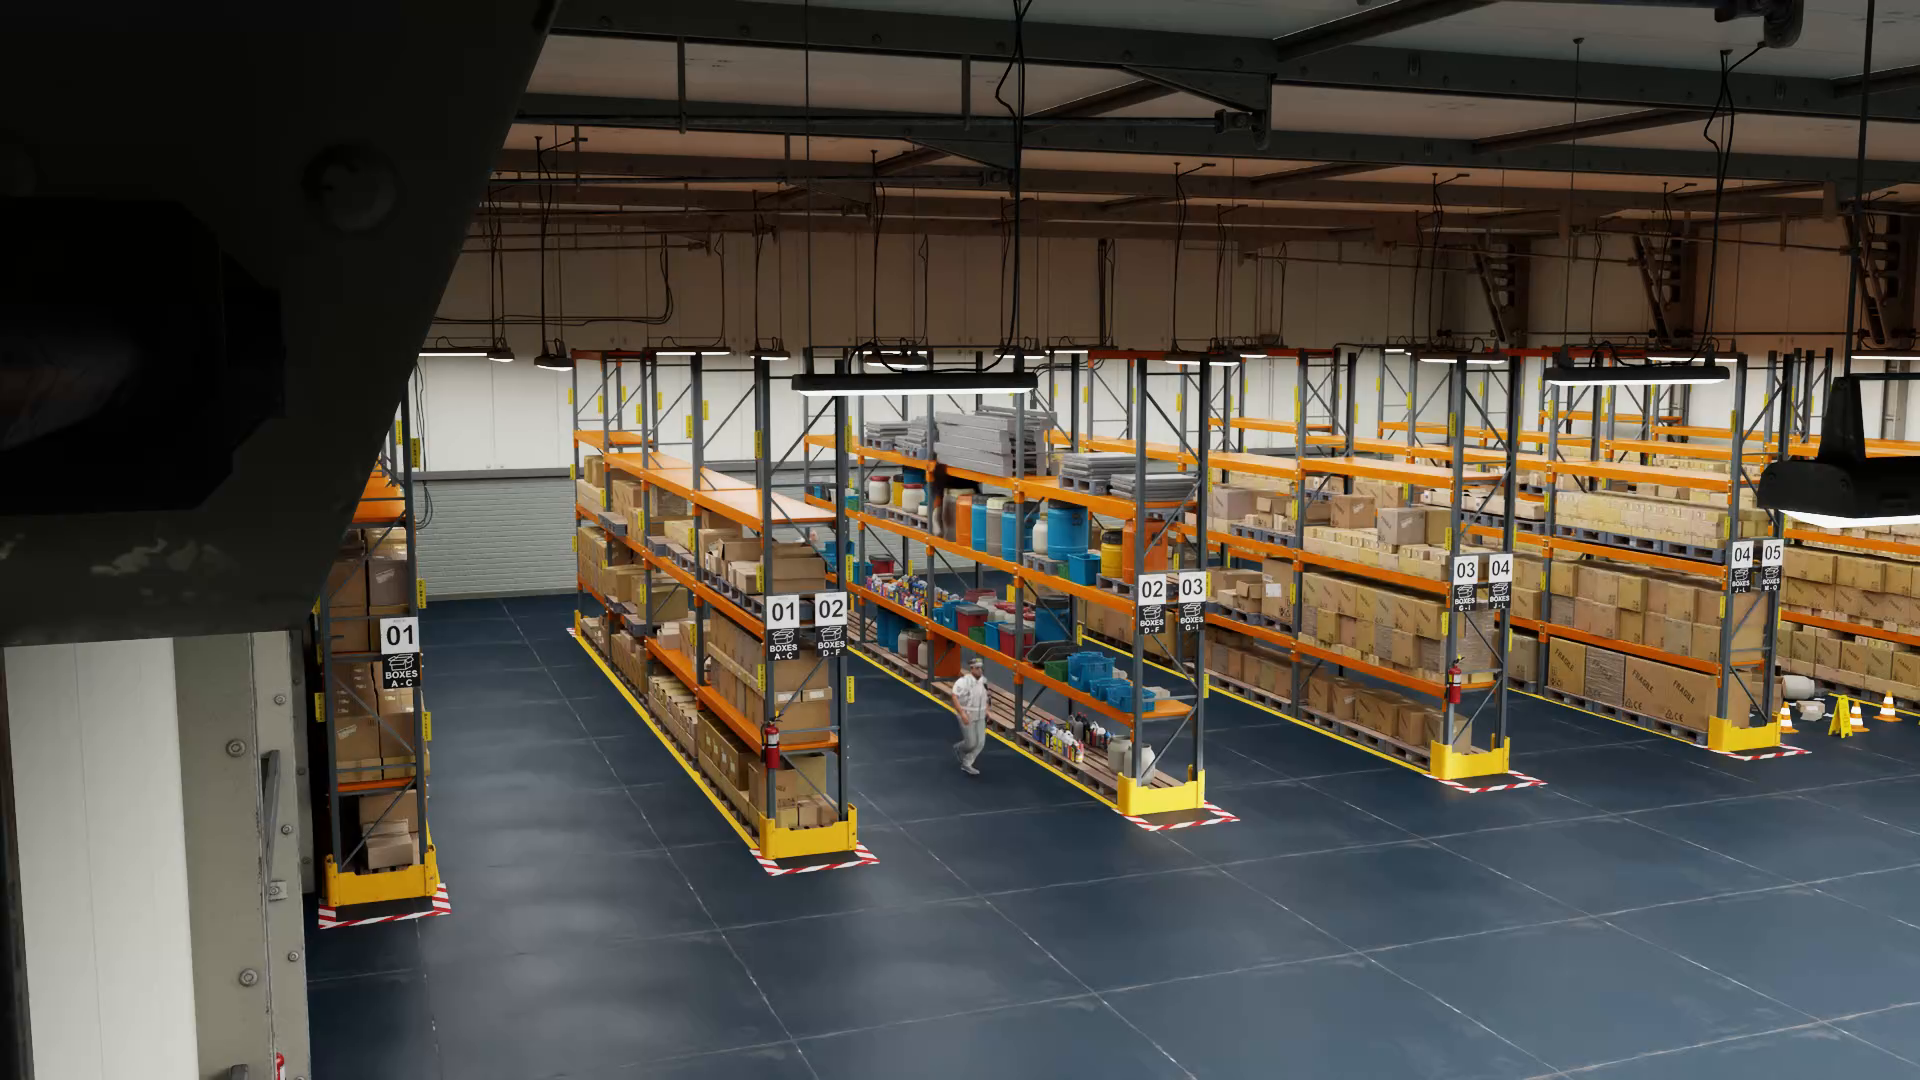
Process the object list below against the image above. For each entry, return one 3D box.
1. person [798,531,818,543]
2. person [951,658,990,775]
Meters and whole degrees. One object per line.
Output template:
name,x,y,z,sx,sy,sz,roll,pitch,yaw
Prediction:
person,-3.817,0.648,39.224,1.067,1.746,0.760,-1,7,-5
person,0.127,2.515,23.999,0.662,1.711,0.571,-5,9,-35
